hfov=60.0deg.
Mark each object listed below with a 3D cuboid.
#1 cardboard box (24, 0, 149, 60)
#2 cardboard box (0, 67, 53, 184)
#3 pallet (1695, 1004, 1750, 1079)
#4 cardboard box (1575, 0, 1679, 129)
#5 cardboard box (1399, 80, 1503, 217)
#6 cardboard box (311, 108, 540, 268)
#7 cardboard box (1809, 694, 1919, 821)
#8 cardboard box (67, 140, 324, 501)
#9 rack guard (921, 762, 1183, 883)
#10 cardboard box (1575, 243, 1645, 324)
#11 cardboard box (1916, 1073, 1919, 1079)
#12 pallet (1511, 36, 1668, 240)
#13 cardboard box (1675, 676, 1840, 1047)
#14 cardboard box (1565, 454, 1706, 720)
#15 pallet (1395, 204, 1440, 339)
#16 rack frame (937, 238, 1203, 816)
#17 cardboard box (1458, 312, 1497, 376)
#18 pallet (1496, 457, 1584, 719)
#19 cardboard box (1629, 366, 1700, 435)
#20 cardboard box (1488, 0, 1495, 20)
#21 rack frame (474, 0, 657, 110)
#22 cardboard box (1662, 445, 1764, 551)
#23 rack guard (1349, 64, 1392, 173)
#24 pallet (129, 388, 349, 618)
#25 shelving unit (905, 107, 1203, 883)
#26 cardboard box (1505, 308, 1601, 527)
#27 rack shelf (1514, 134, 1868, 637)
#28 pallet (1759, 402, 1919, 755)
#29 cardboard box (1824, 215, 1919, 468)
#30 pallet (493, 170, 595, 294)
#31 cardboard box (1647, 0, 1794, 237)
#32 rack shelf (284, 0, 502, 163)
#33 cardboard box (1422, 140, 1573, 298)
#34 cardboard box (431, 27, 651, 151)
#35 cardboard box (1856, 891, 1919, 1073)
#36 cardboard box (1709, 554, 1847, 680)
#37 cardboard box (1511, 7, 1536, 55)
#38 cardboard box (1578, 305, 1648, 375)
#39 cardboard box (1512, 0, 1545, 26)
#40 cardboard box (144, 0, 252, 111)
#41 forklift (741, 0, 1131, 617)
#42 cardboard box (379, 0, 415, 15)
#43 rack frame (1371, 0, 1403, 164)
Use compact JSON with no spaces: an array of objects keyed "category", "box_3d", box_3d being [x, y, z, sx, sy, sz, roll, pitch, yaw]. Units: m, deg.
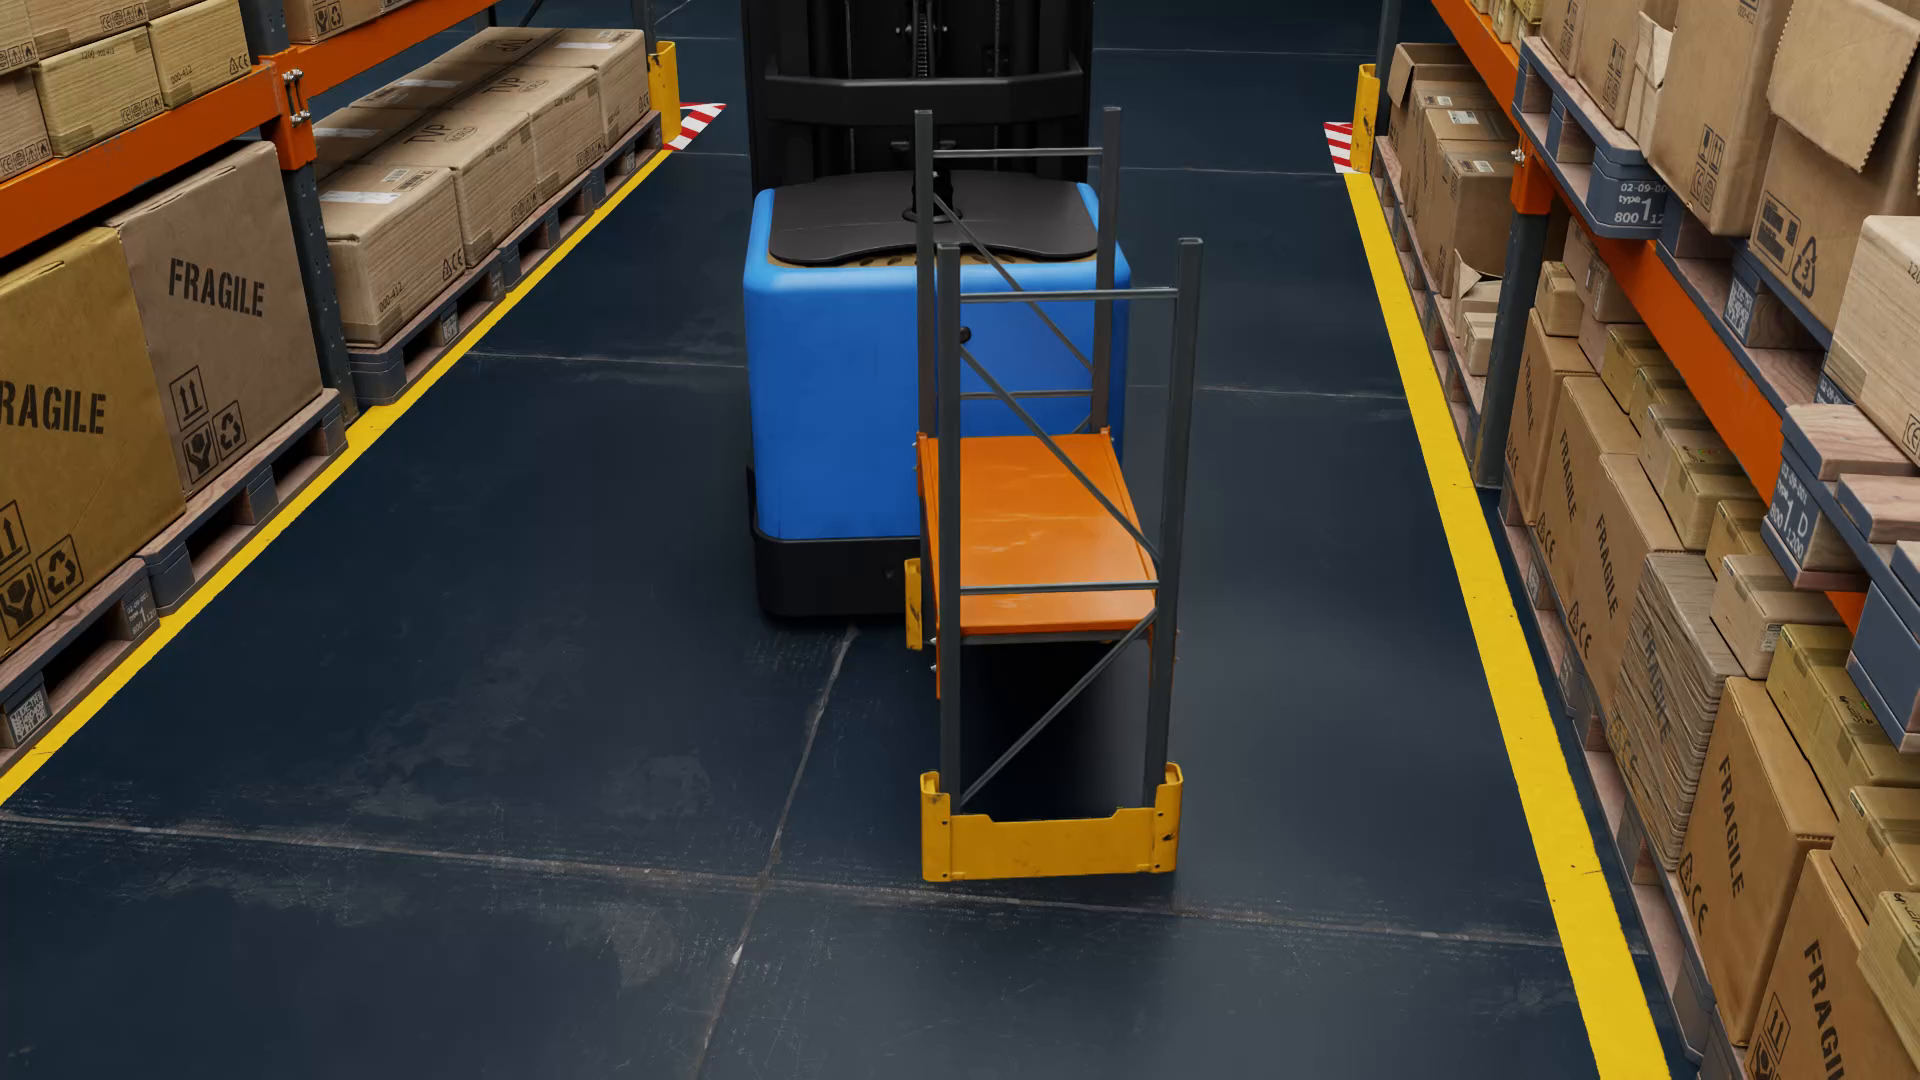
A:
[{"category":"cardboard box","box_3d":[-2.566,-1.470,4.446,0.500,0.250,0.500,4,29,7]},{"category":"cardboard box","box_3d":[-2.649,-1.005,4.111,0.500,0.250,0.500,3,28,5]},{"category":"pallet","box_3d":[1.866,1.275,2.661,1.003,0.211,1.213,3,28,6]},{"category":"cardboard box","box_3d":[1.882,-1.257,3.872,0.700,0.500,0.500,4,29,7]},{"category":"cardboard box","box_3d":[2.405,-1.771,7.567,0.700,0.500,0.500,4,29,8]},{"category":"cardboard box","box_3d":[-2.407,-1.540,7.205,0.875,0.438,0.875,3,28,5]},{"category":"cardboard box","box_3d":[1.702,0.406,2.842,0.380,0.149,0.250,4,29,8]},{"category":"cardboard box","box_3d":[-2.696,-0.726,5.232,0.875,0.875,0.875,4,29,8]},{"category":"rack guard","box_3d":[0.206,0.644,3.791,0.587,0.250,0.087,-2,28,-3]},{"category":"cardboard box","box_3d":[1.935,-0.709,4.598,0.380,0.149,0.250,2,28,4]},{"category":"cardboard box","box_3d":[1.576,1.101,2.237,0.500,0.500,0.500,4,29,8]},{"category":"pallet","box_3d":[2.021,-1.032,4.205,1.003,0.211,1.213,3,28,6]},{"category":"cardboard box","box_3d":[1.709,0.619,3.131,0.500,0.500,0.500,5,29,8]},{"category":"cardboard box","box_3d":[1.824,0.130,4.039,0.500,0.500,0.500,3,28,5]},{"category":"pallet","box_3d":[2.459,-1.158,7.176,1.003,0.211,1.213,3,28,6]},{"category":"rack frame","box_3d":[0.207,0.103,3.478,0.500,1.500,0.032,-2,28,-3]},{"category":"cardboard box","box_3d":[2.004,-0.695,5.941,0.380,0.149,0.250,3,28,5]},{"category":"pallet","box_3d":[2.165,0.127,4.793,1.003,0.211,1.213,3,28,6]},{"category":"cardboard box","box_3d":[1.922,-0.317,4.184,0.380,0.149,0.250,3,28,5]},{"category":"cardboard box","box_3d":[2.093,-1.910,5.897,0.380,0.149,0.250,4,29,8]},{"category":"rack frame","box_3d":[-2.209,-3.656,8.873,1.000,3.000,0.127,3,28,6]},{"category":"cardboard box","box_3d":[1.821,-0.084,3.753,0.380,0.149,0.250,4,29,8]},{"category":"rack guard","box_3d":[2.708,-2.233,8.867,1.175,0.500,0.348,3,28,6]},{"category":"pallet","box_3d":[-2.719,-0.178,5.357,1.003,0.211,1.213,3,28,6]},{"category":"shelving unit","box_3d":[0.173,-0.142,3.932,0.587,1.500,1.083,-2,28,-3]},{"category":"cardboard box","box_3d":[1.945,-0.356,4.941,0.500,0.500,0.500,5,29,8]},{"category":"rack shelf","box_3d":[1.982,-0.228,3.269,1.077,0.370,4.000,3,28,6]},{"category":"pallet","box_3d":[1.750,0.158,1.996,1.213,0.211,1.003,3,28,6]},{"category":"cardboard box","box_3d":[1.545,-0.238,2.244,0.500,0.250,0.500,2,28,4]},{"category":"pallet","box_3d":[-2.382,-1.474,7.764,1.003,0.211,1.213,3,28,6]},{"category":"cardboard box","box_3d":[1.786,-0.887,3.186,0.700,0.500,0.500,3,28,6]},{"category":"rack shelf","box_3d":[-2.454,-2.398,7.296,1.077,0.370,4.000,3,28,6]},{"category":"cardboard box","box_3d":[2.278,-1.282,6.660,0.700,0.500,0.500,2,28,4]},{"category":"cardboard box","box_3d":[-2.191,-2.396,8.794,0.875,0.438,0.875,2,28,4]},{"category":"cardboard box","box_3d":[1.549,0.649,2.391,0.380,0.149,0.250,2,28,4]},{"category":"cardboard box","box_3d":[1.737,0.157,3.305,0.380,0.149,0.250,2,28,4]},{"category":"cardboard box","box_3d":[2.026,-1.664,5.441,0.380,0.149,0.250,4,29,8]},{"category":"cardboard box","box_3d":[1.962,-0.568,4.650,0.380,0.149,0.250,3,28,5]},{"category":"cardboard box","box_3d":[2.048,-1.805,5.282,0.500,0.250,0.500,4,29,7]},{"category":"cardboard box","box_3d":[-2.504,-1.481,4.995,0.500,0.250,0.500,3,28,5]},{"category":"forklift","box_3d":[-0.148,-1.740,5.389,1.130,2.935,3.031,-2,28,-3]},{"category":"cardboard box","box_3d":[-2.316,-2.259,6.175,0.500,0.500,0.500,4,29,7]},{"category":"rack frame","box_3d":[2.717,-3.369,8.341,1.000,3.000,0.127,3,28,6]}]
